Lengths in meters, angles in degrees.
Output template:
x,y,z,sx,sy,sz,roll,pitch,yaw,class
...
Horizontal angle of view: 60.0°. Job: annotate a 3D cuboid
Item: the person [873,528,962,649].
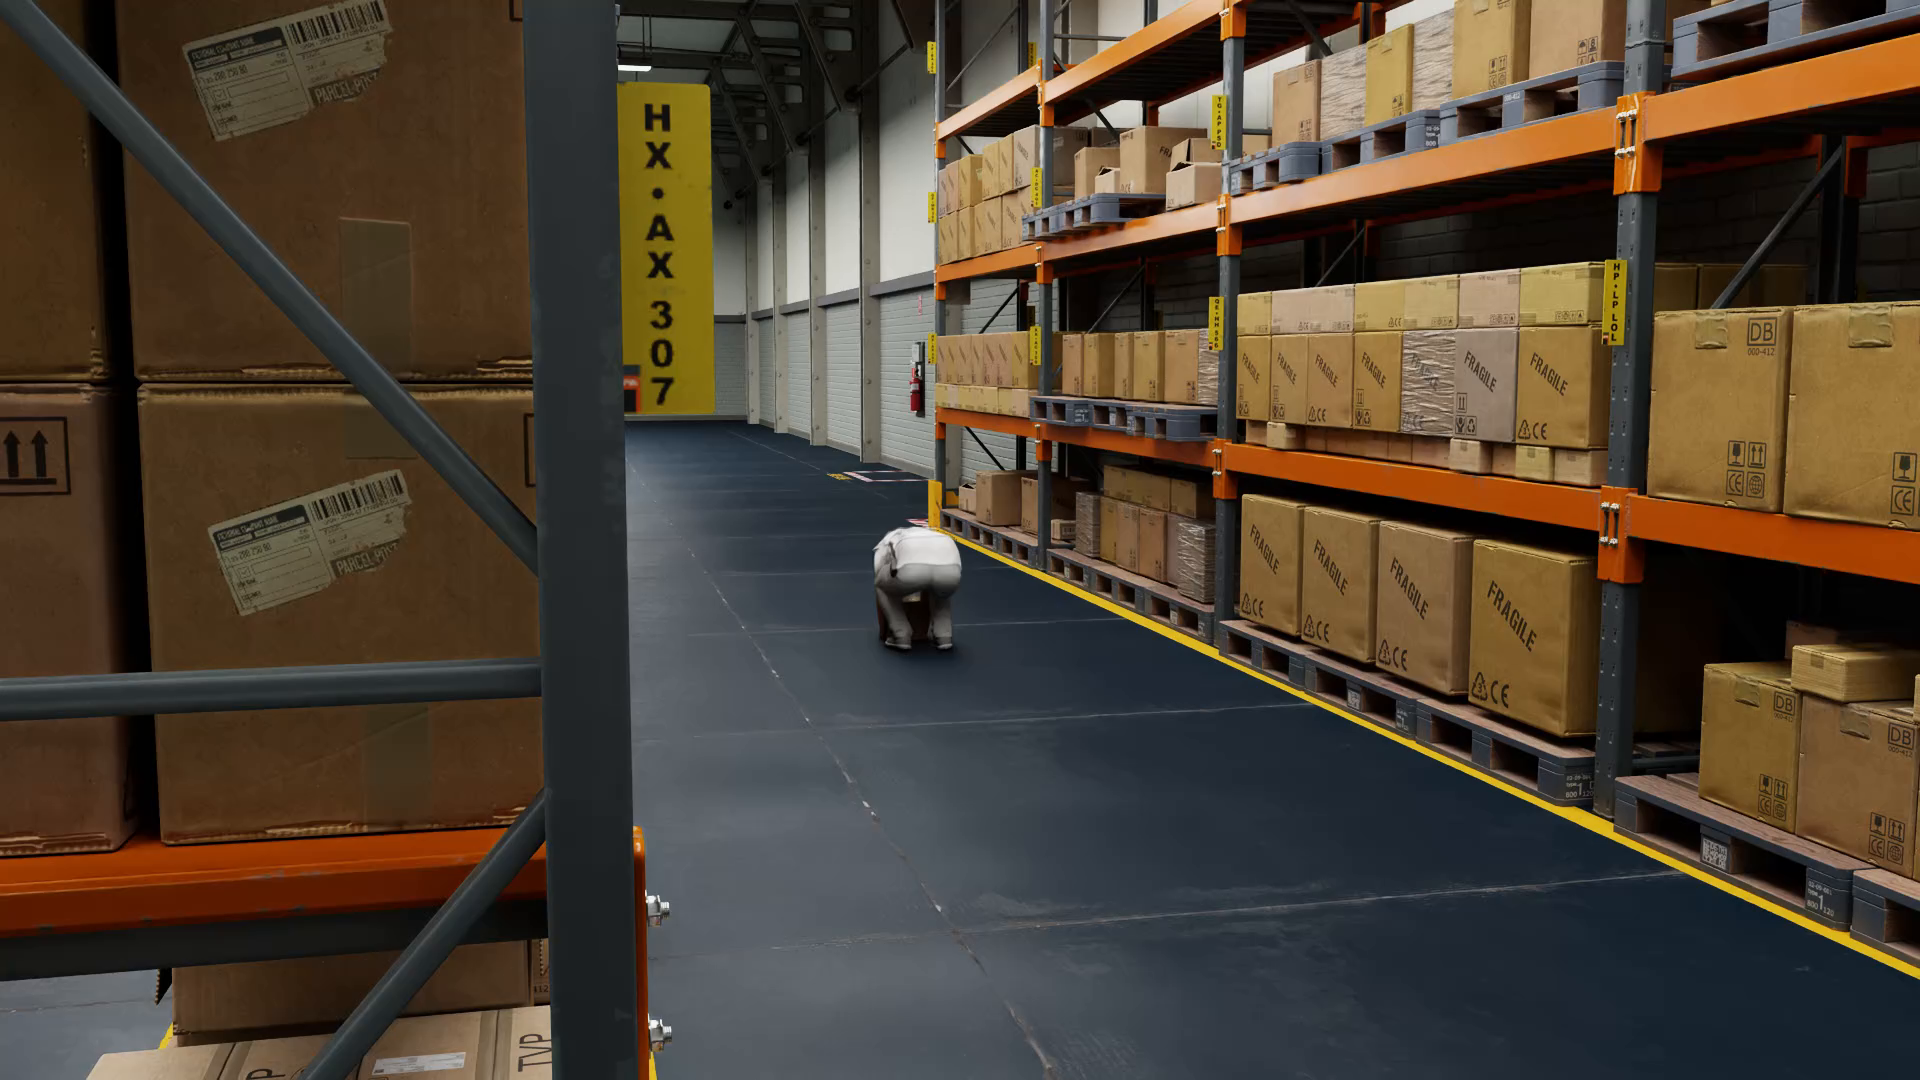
x,y,z,sx,sy,sz,roll,pitch,yaw,class
-0.290,0.306,10.632,0.498,0.773,0.938,-2,6,-15,person
